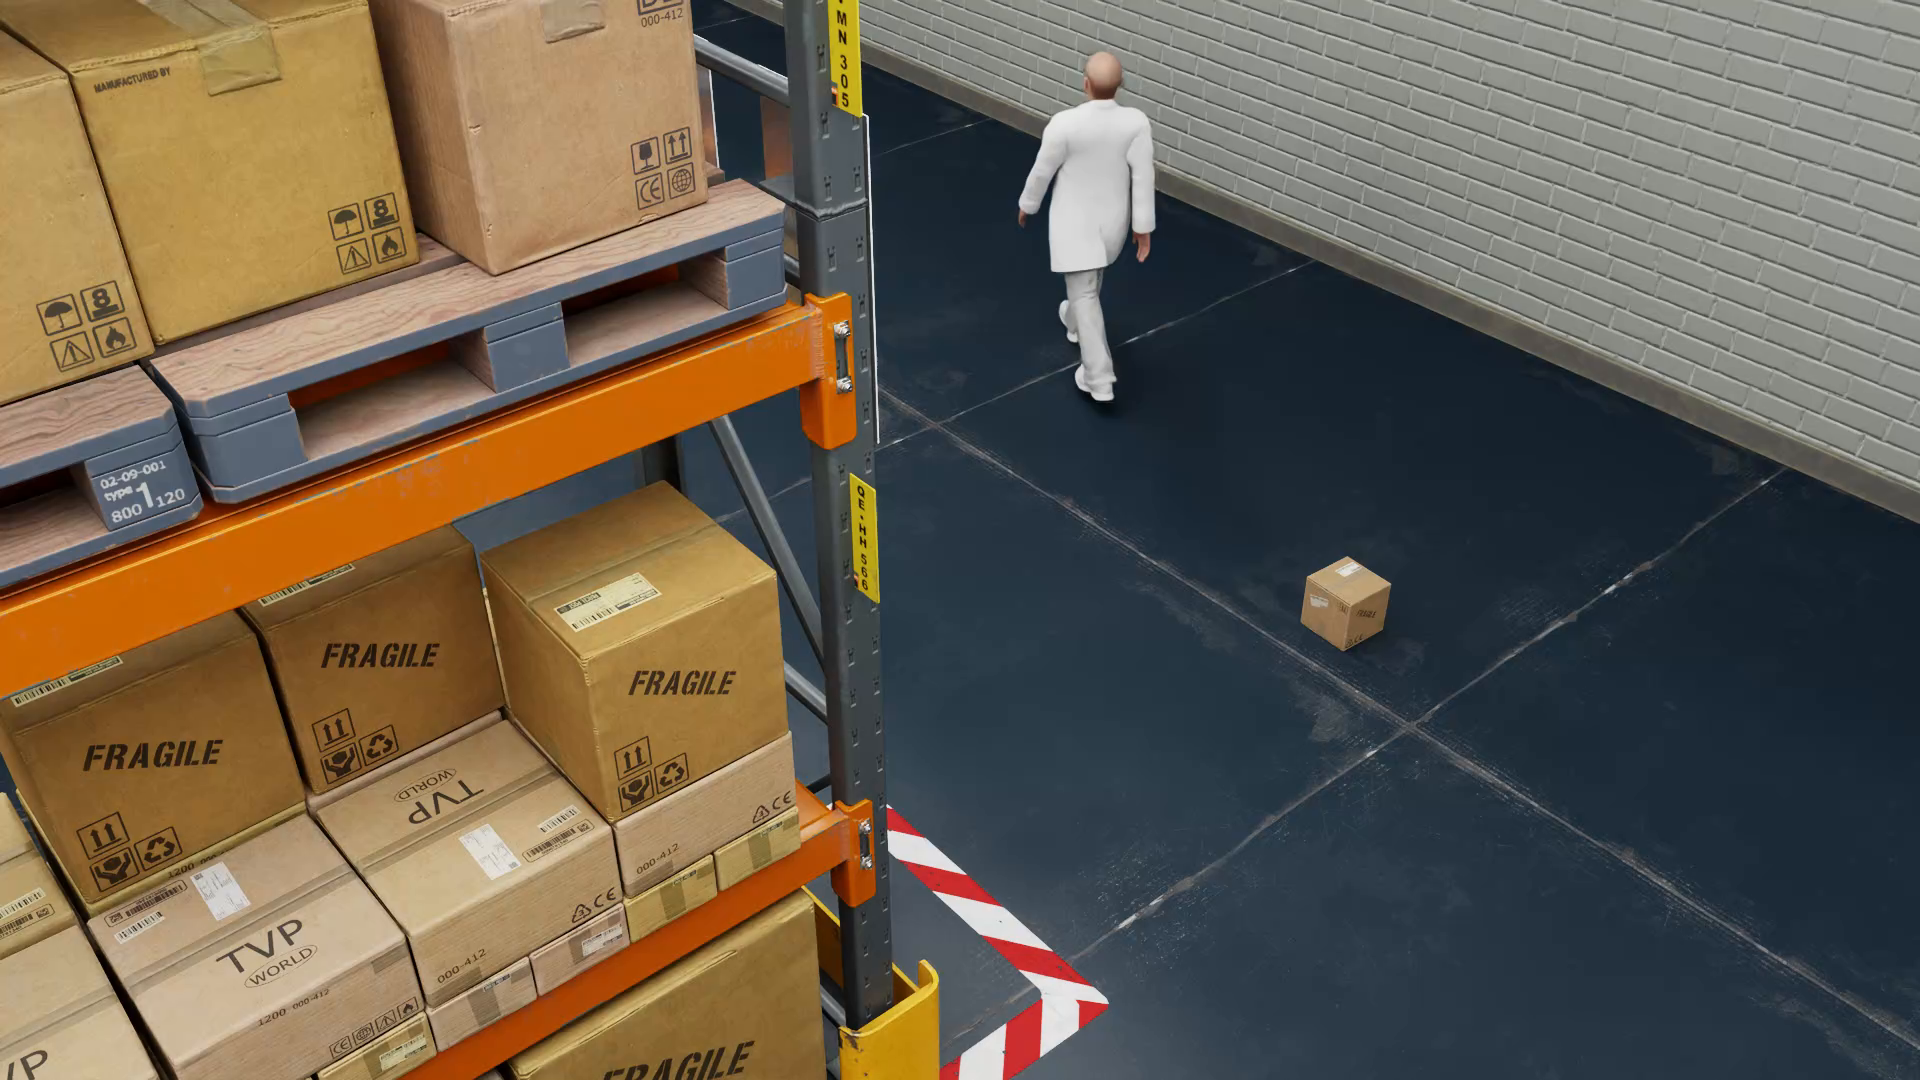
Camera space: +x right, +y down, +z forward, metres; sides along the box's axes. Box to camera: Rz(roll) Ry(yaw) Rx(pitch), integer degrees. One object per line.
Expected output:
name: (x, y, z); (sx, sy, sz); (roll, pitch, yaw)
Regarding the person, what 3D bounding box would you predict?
person: (0.630, -1.662, 8.492); (0.616, 1.727, 1.111); (-10, 37, -14)
